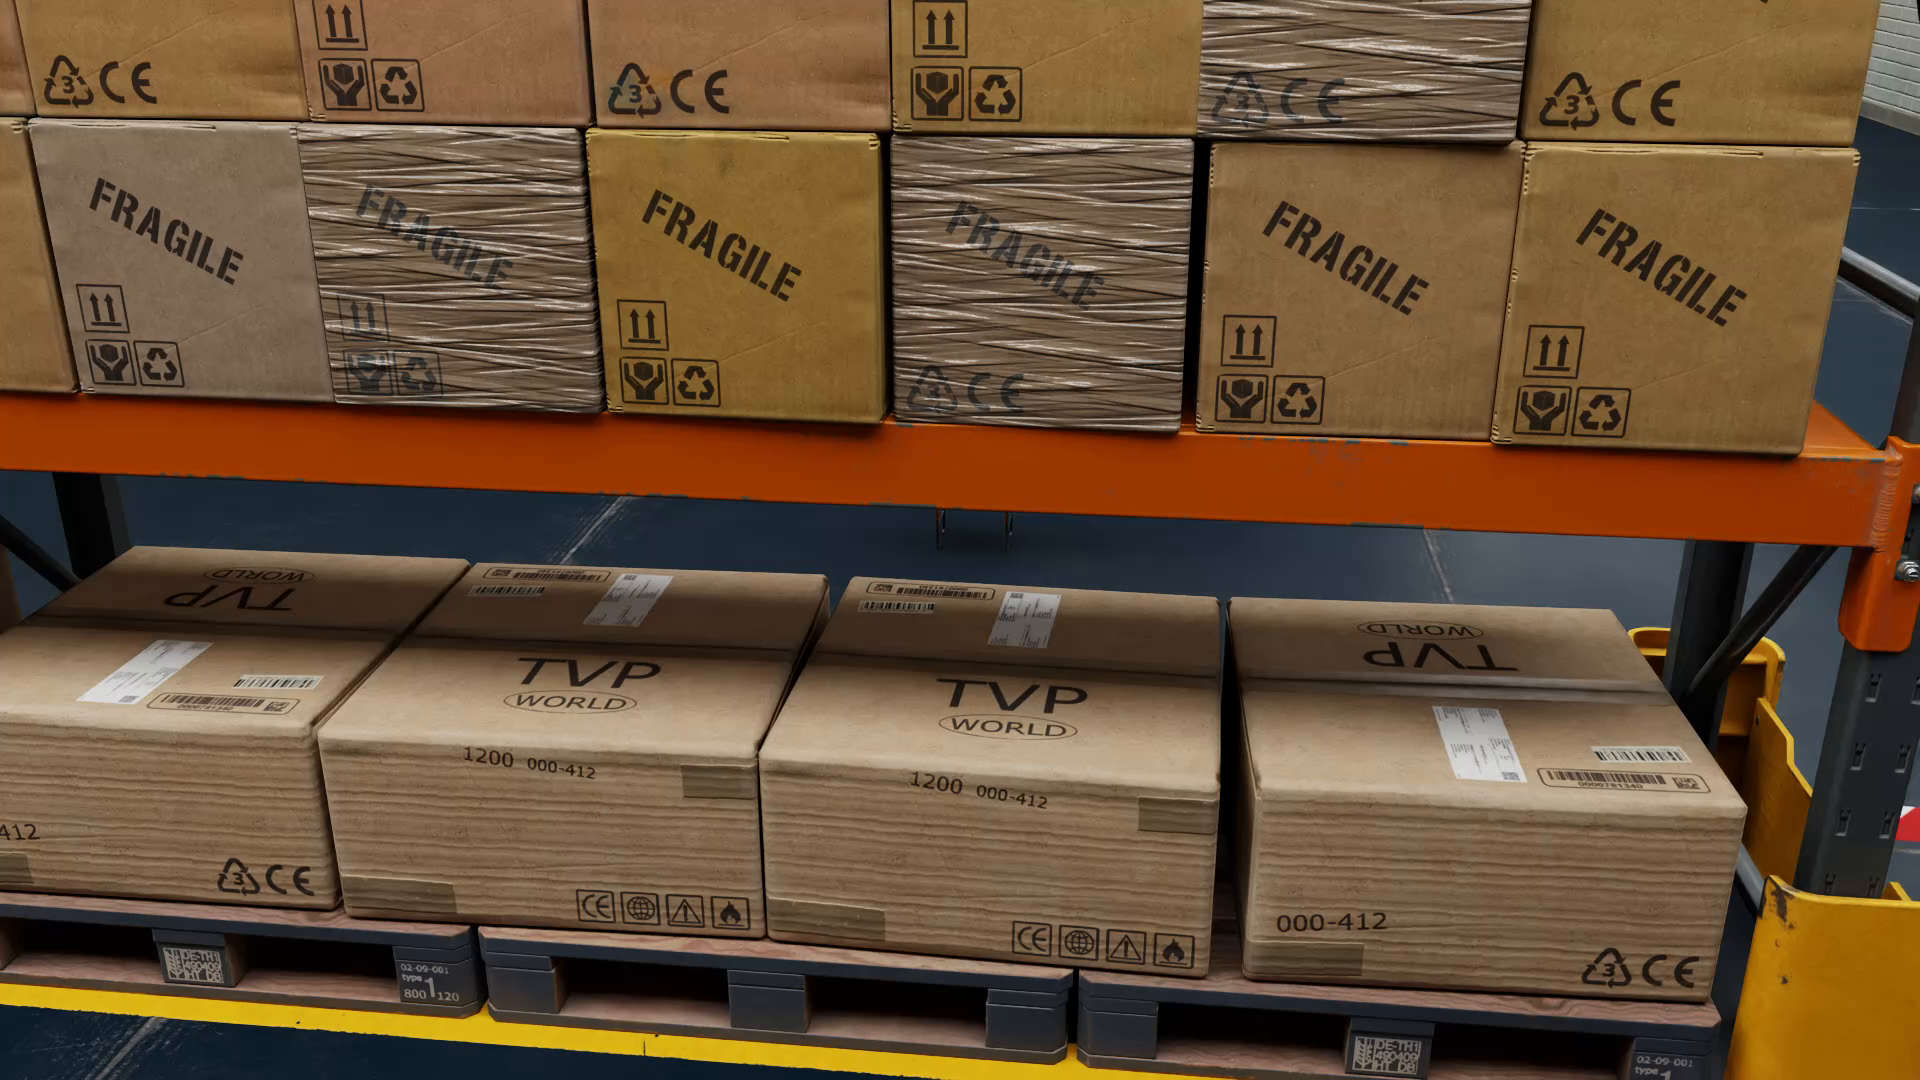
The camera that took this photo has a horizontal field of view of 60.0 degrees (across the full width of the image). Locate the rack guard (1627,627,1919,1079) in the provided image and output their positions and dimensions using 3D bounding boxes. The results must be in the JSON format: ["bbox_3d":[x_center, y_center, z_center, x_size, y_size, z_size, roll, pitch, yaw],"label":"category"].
[{"bbox_3d":[1.710,0.664,3.581,0.348,0.500,1.175,2,22,6],"label":"rack guard"}]

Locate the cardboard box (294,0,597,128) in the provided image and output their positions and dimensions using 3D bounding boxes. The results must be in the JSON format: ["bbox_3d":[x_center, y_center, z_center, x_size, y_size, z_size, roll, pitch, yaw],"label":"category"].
[{"bbox_3d":[-0.834,-1.025,2.957,0.500,0.500,0.500,3,22,7],"label":"cardboard box"}]

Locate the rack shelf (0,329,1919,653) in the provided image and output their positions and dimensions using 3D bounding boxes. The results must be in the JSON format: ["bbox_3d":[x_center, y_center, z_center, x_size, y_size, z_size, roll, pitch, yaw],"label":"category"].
[{"bbox_3d":[-0.300,-0.252,3.476,4.000,0.370,1.077,2,22,6],"label":"rack shelf"}]

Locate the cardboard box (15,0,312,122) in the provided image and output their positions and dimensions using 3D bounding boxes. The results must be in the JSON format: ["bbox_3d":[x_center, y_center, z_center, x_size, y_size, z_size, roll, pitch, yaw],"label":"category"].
[{"bbox_3d":[-1.341,-1.051,3.023,0.500,0.500,0.500,2,22,6],"label":"cardboard box"}]

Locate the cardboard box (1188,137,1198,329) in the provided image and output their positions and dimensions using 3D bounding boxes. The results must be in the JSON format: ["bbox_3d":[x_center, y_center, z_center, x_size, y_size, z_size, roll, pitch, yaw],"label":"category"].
[{"bbox_3d":[0.737,-0.684,3.453,0.500,0.500,0.500,2,22,6],"label":"cardboard box"}]

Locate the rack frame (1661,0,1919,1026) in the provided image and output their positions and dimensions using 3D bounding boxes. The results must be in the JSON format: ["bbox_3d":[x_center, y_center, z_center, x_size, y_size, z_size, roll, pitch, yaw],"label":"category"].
[{"bbox_3d":[1.686,-0.500,3.124,0.127,3.000,1.000,2,22,6],"label":"rack frame"}]

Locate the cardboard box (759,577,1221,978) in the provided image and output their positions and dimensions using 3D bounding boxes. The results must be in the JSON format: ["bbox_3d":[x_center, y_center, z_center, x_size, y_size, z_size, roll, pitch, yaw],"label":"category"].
[{"bbox_3d":[0.109,0.468,3.591,0.875,0.438,0.875,3,22,8],"label":"cardboard box"}]

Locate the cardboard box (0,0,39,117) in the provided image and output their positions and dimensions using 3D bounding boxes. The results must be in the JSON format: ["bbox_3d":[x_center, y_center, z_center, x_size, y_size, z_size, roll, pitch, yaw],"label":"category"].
[{"bbox_3d":[-1.842,-1.075,3.084,0.500,0.500,0.500,3,22,7],"label":"cardboard box"}]

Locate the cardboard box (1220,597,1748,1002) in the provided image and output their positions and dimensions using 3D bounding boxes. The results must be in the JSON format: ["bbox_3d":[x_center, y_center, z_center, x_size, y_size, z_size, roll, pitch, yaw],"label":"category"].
[{"bbox_3d":[1.019,0.504,3.498,0.875,0.438,0.875,2,22,4],"label":"cardboard box"}]

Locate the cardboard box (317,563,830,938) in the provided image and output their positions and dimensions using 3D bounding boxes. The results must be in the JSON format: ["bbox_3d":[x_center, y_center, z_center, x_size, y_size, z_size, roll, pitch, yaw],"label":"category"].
[{"bbox_3d":[-0.786,0.428,3.691,0.875,0.438,0.875,2,22,5],"label":"cardboard box"}]

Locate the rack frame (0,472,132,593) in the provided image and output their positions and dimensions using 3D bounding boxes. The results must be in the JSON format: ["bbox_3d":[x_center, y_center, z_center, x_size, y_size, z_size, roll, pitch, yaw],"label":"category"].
[{"bbox_3d":[-2.286,-0.673,3.562,0.127,3.000,1.000,2,22,6],"label":"rack frame"}]

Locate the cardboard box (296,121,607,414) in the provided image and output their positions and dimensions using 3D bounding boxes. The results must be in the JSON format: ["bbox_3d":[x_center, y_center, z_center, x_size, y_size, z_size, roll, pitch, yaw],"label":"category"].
[{"bbox_3d":[-0.859,-0.556,3.131,0.500,0.500,0.500,3,22,7],"label":"cardboard box"}]

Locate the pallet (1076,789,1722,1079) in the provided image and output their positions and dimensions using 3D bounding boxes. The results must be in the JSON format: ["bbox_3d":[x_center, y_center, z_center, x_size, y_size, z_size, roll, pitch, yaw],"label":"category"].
[{"bbox_3d":[0.883,0.791,3.652,1.213,0.211,1.003,2,22,6],"label":"pallet"}]

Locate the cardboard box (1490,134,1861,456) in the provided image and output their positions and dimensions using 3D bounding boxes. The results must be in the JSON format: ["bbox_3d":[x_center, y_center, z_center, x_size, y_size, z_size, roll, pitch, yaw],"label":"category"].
[{"bbox_3d":[1.176,-0.471,2.914,0.500,0.500,0.500,3,22,7],"label":"cardboard box"}]

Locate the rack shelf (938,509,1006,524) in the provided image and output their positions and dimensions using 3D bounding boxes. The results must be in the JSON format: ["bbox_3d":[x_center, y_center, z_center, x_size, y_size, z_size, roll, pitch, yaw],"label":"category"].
[{"bbox_3d":[0.053,-0.218,5.847,0.240,0.259,0.215,2,22,6],"label":"rack shelf"}]

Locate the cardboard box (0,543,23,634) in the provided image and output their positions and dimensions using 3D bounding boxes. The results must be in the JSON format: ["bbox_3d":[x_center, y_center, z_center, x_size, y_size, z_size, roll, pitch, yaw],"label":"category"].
[{"bbox_3d":[-2.912,0.122,3.870,0.875,0.875,0.875,3,22,8],"label":"cardboard box"}]

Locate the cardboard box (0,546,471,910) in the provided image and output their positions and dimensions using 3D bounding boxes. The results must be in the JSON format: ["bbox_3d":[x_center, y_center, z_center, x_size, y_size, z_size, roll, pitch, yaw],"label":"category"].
[{"bbox_3d":[-1.676,0.390,3.788,0.875,0.438,0.875,2,22,6],"label":"cardboard box"}]

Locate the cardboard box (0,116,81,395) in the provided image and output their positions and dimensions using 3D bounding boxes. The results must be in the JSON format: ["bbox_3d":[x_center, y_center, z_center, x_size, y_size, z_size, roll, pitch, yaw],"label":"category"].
[{"bbox_3d":[-1.851,-0.604,3.251,0.500,0.500,0.500,3,22,8],"label":"cardboard box"}]

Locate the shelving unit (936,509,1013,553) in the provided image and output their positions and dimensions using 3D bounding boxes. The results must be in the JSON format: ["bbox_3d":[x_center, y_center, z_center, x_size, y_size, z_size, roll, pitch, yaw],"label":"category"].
[{"bbox_3d":[0.053,-0.486,5.741,0.252,1.050,0.215,2,22,6],"label":"shelving unit"}]

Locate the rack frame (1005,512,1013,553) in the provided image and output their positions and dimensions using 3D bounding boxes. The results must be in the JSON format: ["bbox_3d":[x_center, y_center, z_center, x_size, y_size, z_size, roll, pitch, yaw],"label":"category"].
[{"bbox_3d":[0.174,-0.481,5.728,0.008,1.050,0.200,2,22,6],"label":"rack frame"}]

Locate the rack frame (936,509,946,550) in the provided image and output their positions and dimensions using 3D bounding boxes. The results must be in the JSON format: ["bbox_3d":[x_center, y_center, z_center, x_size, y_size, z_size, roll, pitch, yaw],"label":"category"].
[{"bbox_3d":[-0.068,-0.491,5.754,0.008,1.050,0.200,2,22,6],"label":"rack frame"}]

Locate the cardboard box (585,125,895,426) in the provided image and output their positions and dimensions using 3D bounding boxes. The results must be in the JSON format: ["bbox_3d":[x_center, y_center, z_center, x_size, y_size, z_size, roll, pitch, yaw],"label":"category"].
[{"bbox_3d":[-0.347,-0.534,3.075,0.500,0.500,0.500,3,22,8],"label":"cardboard box"}]

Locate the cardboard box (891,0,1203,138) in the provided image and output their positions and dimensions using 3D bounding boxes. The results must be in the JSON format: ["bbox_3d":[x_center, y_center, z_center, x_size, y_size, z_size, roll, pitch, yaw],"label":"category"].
[{"bbox_3d":[0.166,-0.980,2.842,0.500,0.500,0.500,2,22,6],"label":"cardboard box"}]

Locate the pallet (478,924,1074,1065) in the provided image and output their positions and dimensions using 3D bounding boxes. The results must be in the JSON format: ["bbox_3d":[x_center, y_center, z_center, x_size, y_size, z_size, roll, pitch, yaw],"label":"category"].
[{"bbox_3d":[-0.326,0.737,3.788,1.213,0.211,1.003,2,22,6],"label":"pallet"}]

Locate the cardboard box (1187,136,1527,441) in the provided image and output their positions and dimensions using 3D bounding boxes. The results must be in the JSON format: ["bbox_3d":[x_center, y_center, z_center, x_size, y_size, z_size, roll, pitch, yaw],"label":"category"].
[{"bbox_3d":[0.679,-0.498,2.983,0.500,0.500,0.500,2,22,5],"label":"cardboard box"}]

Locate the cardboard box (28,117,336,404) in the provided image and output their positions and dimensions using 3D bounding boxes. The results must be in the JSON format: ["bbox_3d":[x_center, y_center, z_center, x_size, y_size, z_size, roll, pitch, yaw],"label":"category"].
[{"bbox_3d":[-1.352,-0.580,3.192,0.500,0.500,0.500,3,22,7],"label":"cardboard box"}]

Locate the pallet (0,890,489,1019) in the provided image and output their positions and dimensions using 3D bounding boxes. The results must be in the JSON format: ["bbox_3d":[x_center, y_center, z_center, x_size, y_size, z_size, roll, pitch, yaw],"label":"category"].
[{"bbox_3d":[-1.541,0.685,3.919,1.213,0.211,1.003,2,22,6],"label":"pallet"}]

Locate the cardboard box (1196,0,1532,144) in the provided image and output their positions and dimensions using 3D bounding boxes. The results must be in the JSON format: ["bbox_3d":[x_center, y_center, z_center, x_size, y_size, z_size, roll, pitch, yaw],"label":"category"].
[{"bbox_3d":[0.657,-0.957,2.785,0.500,0.500,0.500,3,22,6],"label":"cardboard box"}]

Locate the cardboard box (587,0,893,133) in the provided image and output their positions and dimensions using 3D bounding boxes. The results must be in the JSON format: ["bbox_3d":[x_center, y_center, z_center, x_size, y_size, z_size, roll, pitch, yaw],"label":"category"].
[{"bbox_3d":[-0.333,-1.002,2.899,0.500,0.500,0.500,2,22,6],"label":"cardboard box"}]

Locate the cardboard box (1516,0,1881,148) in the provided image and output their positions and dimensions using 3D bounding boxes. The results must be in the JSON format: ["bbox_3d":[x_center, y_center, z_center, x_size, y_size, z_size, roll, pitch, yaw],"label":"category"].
[{"bbox_3d":[1.179,-0.945,2.755,0.500,0.500,0.500,3,22,8],"label":"cardboard box"}]

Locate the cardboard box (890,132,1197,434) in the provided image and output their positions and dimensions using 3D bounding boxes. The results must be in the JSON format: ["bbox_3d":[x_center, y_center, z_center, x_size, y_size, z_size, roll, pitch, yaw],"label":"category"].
[{"bbox_3d":[0.167,-0.517,3.030,0.500,0.500,0.500,3,22,8],"label":"cardboard box"}]
